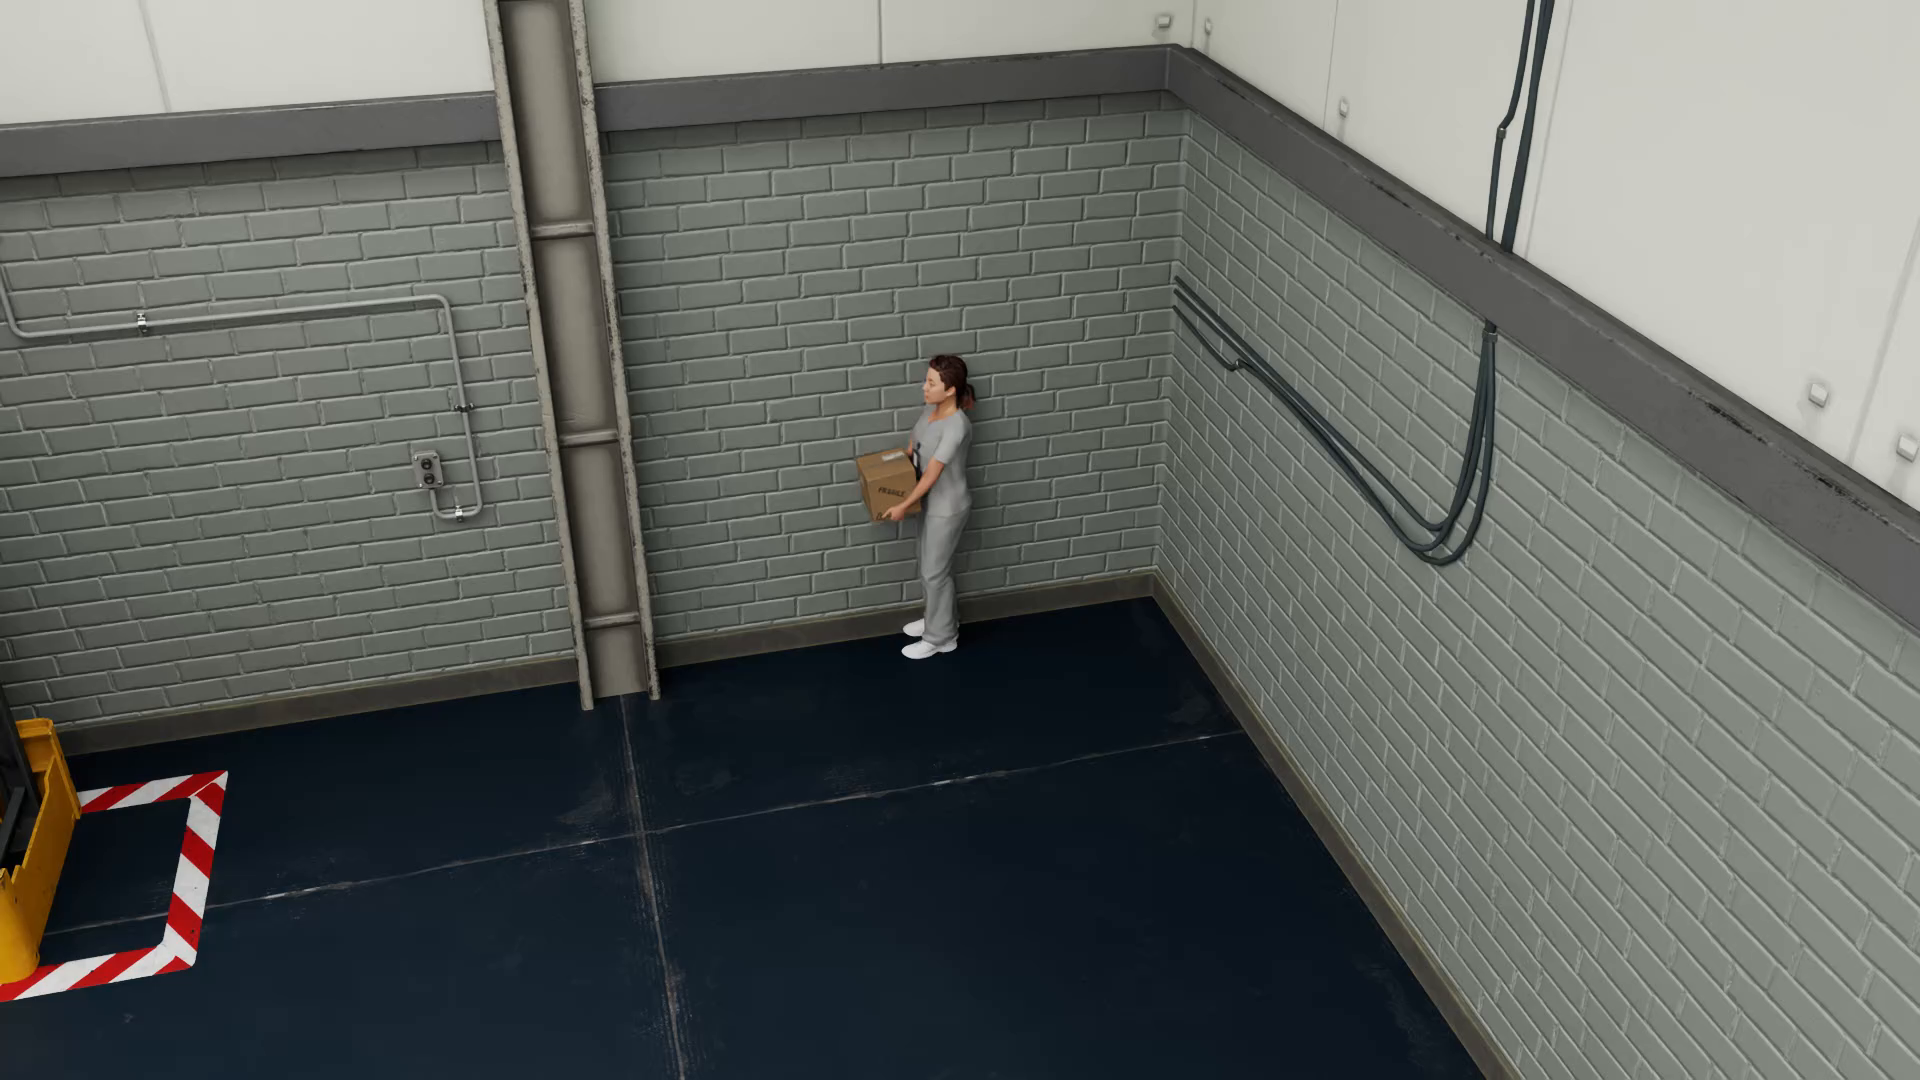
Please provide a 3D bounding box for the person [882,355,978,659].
[{"bbox_3d":[-0.170,-0.162,8.525,0.532,1.668,0.422,-8,31,-14],"label":"person"}]
